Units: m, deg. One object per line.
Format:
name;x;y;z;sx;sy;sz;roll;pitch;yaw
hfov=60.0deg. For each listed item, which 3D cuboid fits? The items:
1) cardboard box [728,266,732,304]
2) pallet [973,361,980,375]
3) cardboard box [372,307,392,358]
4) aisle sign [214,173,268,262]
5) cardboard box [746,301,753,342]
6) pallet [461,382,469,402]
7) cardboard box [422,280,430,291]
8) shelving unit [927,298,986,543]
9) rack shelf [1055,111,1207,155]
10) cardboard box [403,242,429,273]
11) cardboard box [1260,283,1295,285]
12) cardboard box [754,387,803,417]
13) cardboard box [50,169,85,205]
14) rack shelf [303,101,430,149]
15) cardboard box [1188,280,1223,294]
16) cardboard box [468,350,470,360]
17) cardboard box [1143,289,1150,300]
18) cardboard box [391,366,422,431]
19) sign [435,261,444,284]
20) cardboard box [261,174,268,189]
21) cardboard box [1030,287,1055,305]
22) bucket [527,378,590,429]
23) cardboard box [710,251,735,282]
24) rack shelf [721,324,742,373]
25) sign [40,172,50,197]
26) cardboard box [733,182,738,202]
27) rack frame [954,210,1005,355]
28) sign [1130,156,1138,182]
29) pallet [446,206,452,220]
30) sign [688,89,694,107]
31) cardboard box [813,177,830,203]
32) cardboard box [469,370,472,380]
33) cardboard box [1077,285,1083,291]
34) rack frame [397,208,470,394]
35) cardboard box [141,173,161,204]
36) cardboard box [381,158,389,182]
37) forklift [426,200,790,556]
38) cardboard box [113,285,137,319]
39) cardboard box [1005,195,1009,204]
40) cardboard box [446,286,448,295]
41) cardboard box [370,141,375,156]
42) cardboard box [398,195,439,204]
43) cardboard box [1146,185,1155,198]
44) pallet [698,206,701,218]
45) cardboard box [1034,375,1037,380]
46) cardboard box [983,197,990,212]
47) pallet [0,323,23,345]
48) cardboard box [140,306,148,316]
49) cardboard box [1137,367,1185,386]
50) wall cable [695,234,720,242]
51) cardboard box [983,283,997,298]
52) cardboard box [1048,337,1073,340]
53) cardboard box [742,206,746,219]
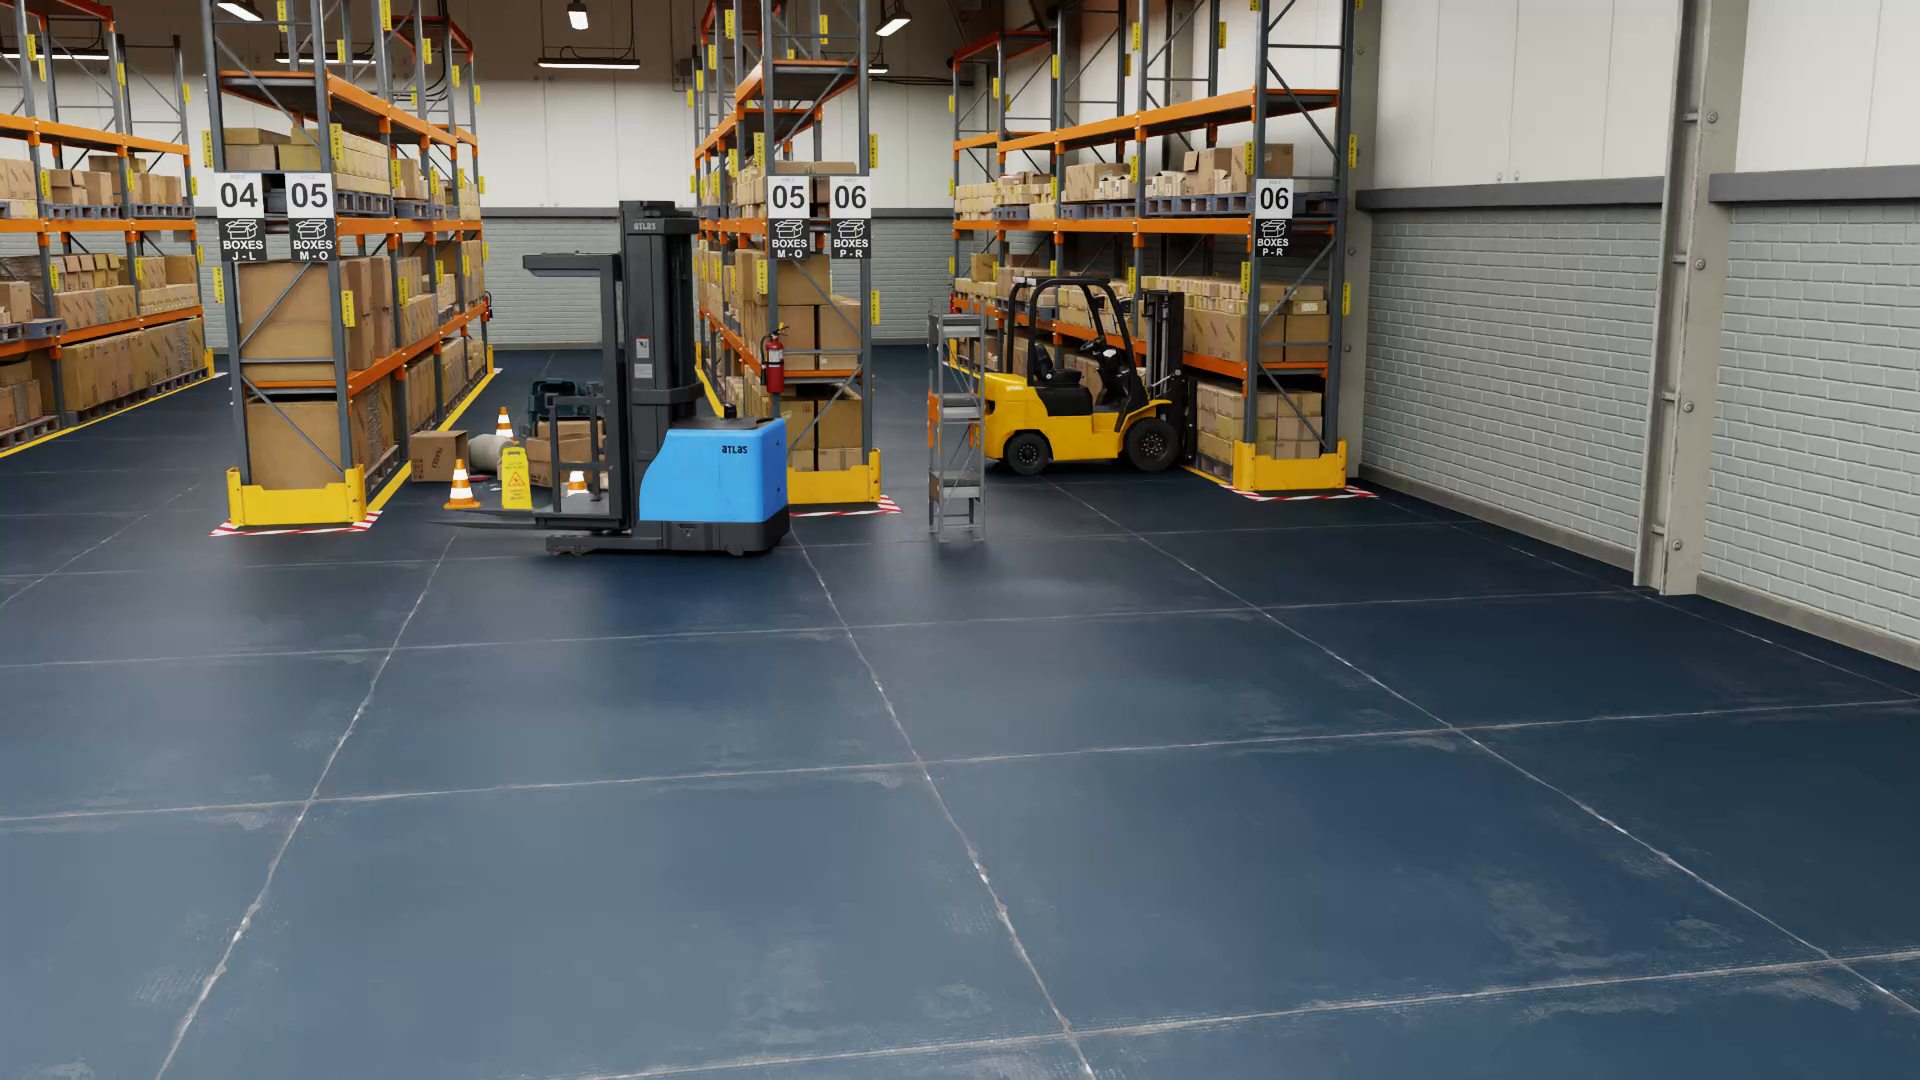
cardboard box;-2.968;-3.541;23.090;0.500;0.500;0.500;-2;11;-8
pallet;0.780;-3.220;31.052;1.003;0.211;1.213;-2;11;-11
cardboard box;-6.782;-2.300;18.355;0.875;0.550;0.550;-2;11;-11
aisle sign;-6.497;-2.913;15.024;0.394;0.787;0.004;-2;11;-11
cardboard box;-2.141;-2.512;18.811;0.500;0.500;0.500;-2;11;-11
pallet;-8.397;-2.348;26.467;1.003;0.211;1.213;-2;11;-11
cardboard box;-7.673;-3.595;23.517;0.380;0.149;0.250;-2;11;-11
shelving unit;-0.032;-1.062;14.660;0.431;2.100;0.503;-2;11;-11
rack shelf;2.321;-5.537;22.714;1.077;0.370;4.000;-2;11;-11
cardboard box;-8.907;-4.623;27.227;0.500;0.500;0.500;-3;11;-13
cardboard box;3.515;-2.766;18.406;0.380;0.149;0.250;-2;11;-11
cardboard box;-1.988;-1.408;18.296;0.500;0.500;0.500;-2;11;-12
cardboard box;-13.076;-5.069;23.887;0.797;0.503;0.637;-2;11;-12
rack shelf;-7.383;-5.157;20.718;1.077;0.370;4.000;-2;11;-11
cardboard box;2.875;-2.939;19.318;0.380;0.149;0.250;-2;11;-11
cardboard box;-8.410;-3.082;27.776;0.380;0.149;0.250;-2;11;-8
cardboard box;2.514;-3.073;20.815;0.380;0.149;0.250;-2;11;-12
cardboard box;-7.387;-1.782;20.930;1.050;0.750;0.750;-2;11;-11
sign;-7.229;-3.716;23.103;0.100;0.325;0.005;-2;11;-11
cardboard box;-6.613;-3.314;15.343;0.380;0.149;0.250;-2;11;-11
cardboard box;1.409;-3.821;26.027;0.500;0.250;0.500;-3;11;-14
bucket;-4.706;-1.591;19.721;0.726;0.611;0.620;2;1;9
cardboard box;-3.785;-4.416;26.933;0.500;0.500;0.500;-2;11;-11
rack shelf;-2.548;-2.605;22.285;1.077;0.370;4.000;-2;11;-11
sign;-12.125;-4.712;22.025;0.100;0.325;0.005;-2;11;-11
cardboard box;-2.762;-4.674;22.940;0.700;0.500;0.500;-2;11;-11
rack frame;0.376;-4.974;32.806;1.000;3.000;0.127;-2;11;-11
sign;2.179;-4.633;20.771;0.100;0.325;0.005;-2;11;-11
pallet;-8.330;-4.934;25.079;1.213;0.211;1.003;-2;11;-11
sign;-5.038;-8.257;31.091;0.100;0.325;0.005;-2;11;-11
cardboard box;-1.217;-3.506;16.677;0.500;0.250;0.500;-2;11;-12
cardboard box;-8.306;-2.745;27.596;0.380;0.149;0.250;-3;11;-13
cardboard box;1.896;-3.663;23.914;0.380;0.149;0.250;-2;11;-10
rack frame;-8.550;-3.860;26.956;1.000;3.000;0.127;-2;11;-11
cardboard box;-13.709;-5.818;27.560;0.700;0.500;0.500;-2;11;-9
cardboard box;-6.647;-4.114;18.479;0.500;0.250;0.500;-2;11;-12
forklift;-3.065;-1.405;14.241;3.031;2.935;1.130;1;11;7
cardboard box;-13.076;-3.672;25.698;0.500;0.500;0.500;-2;11;-11
cardboard box;0.949;-5.635;27.541;0.380;0.149;0.250;-2;11;-10
cardboard box;-8.075;-3.832;25.560;0.380;0.149;0.250;-3;11;-14
cardboard box;-6.413;-4.149;17.600;0.380;0.149;0.250;-2;11;-11
cardboard box;-7.622;-4.764;23.413;0.500;0.500;0.500;-2;11;-11
cardboard box;2.499;-4.285;20.447;0.380;0.149;0.250;-2;11;-10
pallet;-4.338;-6.087;30.869;1.003;0.211;1.213;-2;11;-11
cardboard box;1.447;-2.743;26.646;0.500;0.500;0.500;-2;11;-9
cardboard box;0.703;-5.960;29.573;0.500;0.250;0.500;-3;11;-13
pallet;-12.232;-2.509;20.370;1.003;0.211;1.213;-2;11;-11
cardboard box;-13.166;-3.641;26.478;0.380;0.149;0.250;-2;11;-11
cardboard box;2.496;-2.019;20.841;0.500;0.250;0.500;-2;11;-12
wall cable;-5.612;-6.340;37.185;0.585;1.953;0.123;-2;11;-11
cardboard box;0.703;-4.488;29.862;0.500;0.250;0.500;-2;11;-11
cardboard box;1.696;-3.342;28.059;0.380;0.149;0.250;-3;11;-14
cardboard box;-2.345;-3.826;19.423;0.380;0.149;0.250;-2;11;-11
